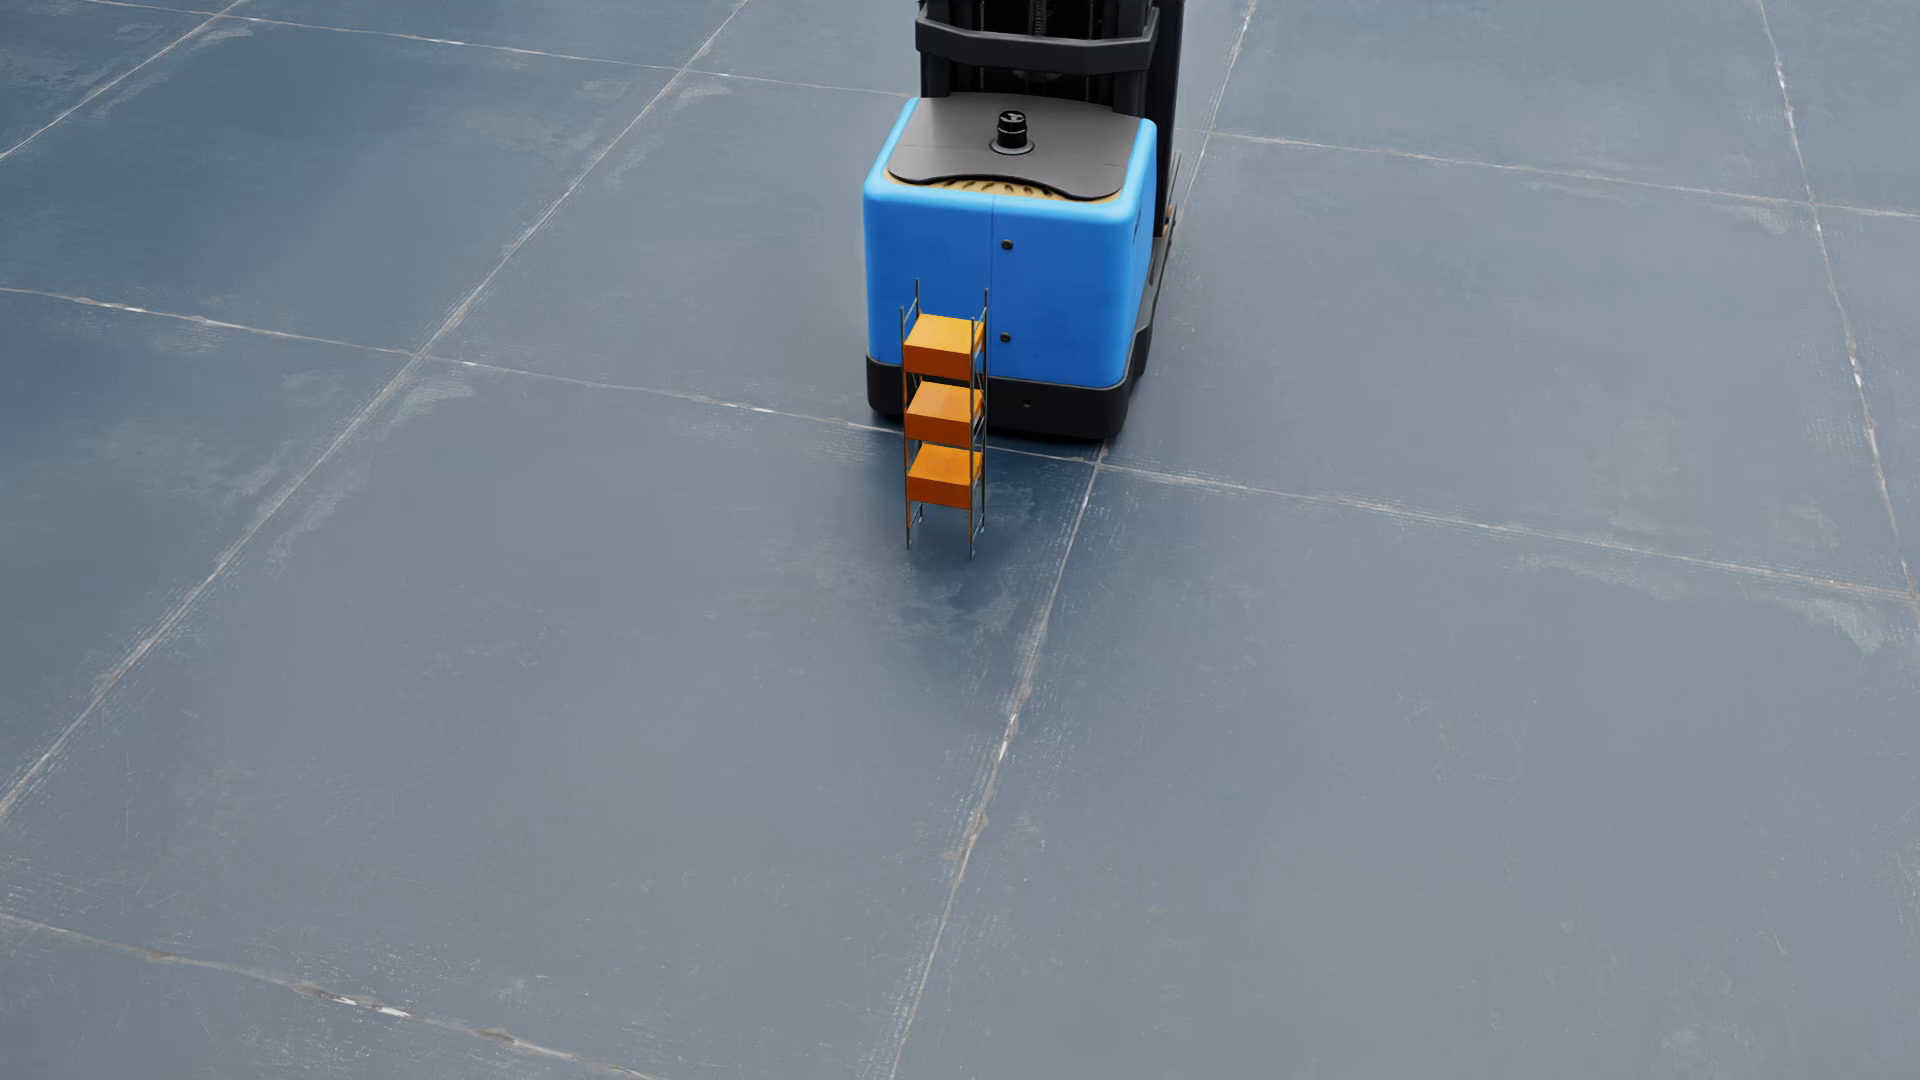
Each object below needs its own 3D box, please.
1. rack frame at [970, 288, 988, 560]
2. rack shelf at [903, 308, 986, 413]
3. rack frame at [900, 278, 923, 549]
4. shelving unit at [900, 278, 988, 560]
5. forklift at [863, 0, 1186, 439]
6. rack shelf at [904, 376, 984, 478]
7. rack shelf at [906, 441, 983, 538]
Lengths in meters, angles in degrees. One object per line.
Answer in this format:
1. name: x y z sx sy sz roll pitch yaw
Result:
1. rack frame: 0.066 -0.391 5.899 0.008 1.050 0.200 10 41 11
2. rack shelf: -0.052 -0.620 5.747 0.240 0.259 0.215 10 41 11
3. rack frame: -0.170 -0.431 5.947 0.008 1.050 0.200 10 41 11
4. shelving unit: -0.052 -0.411 5.923 0.252 1.050 0.215 10 41 11
5. forklift: 0.423 -2.476 6.919 1.130 2.935 3.031 8 41 9
6. rack shelf: -0.052 -0.403 5.930 0.240 0.259 0.215 10 41 11
7. rack shelf: -0.052 -0.190 6.109 0.240 0.259 0.215 10 41 11
